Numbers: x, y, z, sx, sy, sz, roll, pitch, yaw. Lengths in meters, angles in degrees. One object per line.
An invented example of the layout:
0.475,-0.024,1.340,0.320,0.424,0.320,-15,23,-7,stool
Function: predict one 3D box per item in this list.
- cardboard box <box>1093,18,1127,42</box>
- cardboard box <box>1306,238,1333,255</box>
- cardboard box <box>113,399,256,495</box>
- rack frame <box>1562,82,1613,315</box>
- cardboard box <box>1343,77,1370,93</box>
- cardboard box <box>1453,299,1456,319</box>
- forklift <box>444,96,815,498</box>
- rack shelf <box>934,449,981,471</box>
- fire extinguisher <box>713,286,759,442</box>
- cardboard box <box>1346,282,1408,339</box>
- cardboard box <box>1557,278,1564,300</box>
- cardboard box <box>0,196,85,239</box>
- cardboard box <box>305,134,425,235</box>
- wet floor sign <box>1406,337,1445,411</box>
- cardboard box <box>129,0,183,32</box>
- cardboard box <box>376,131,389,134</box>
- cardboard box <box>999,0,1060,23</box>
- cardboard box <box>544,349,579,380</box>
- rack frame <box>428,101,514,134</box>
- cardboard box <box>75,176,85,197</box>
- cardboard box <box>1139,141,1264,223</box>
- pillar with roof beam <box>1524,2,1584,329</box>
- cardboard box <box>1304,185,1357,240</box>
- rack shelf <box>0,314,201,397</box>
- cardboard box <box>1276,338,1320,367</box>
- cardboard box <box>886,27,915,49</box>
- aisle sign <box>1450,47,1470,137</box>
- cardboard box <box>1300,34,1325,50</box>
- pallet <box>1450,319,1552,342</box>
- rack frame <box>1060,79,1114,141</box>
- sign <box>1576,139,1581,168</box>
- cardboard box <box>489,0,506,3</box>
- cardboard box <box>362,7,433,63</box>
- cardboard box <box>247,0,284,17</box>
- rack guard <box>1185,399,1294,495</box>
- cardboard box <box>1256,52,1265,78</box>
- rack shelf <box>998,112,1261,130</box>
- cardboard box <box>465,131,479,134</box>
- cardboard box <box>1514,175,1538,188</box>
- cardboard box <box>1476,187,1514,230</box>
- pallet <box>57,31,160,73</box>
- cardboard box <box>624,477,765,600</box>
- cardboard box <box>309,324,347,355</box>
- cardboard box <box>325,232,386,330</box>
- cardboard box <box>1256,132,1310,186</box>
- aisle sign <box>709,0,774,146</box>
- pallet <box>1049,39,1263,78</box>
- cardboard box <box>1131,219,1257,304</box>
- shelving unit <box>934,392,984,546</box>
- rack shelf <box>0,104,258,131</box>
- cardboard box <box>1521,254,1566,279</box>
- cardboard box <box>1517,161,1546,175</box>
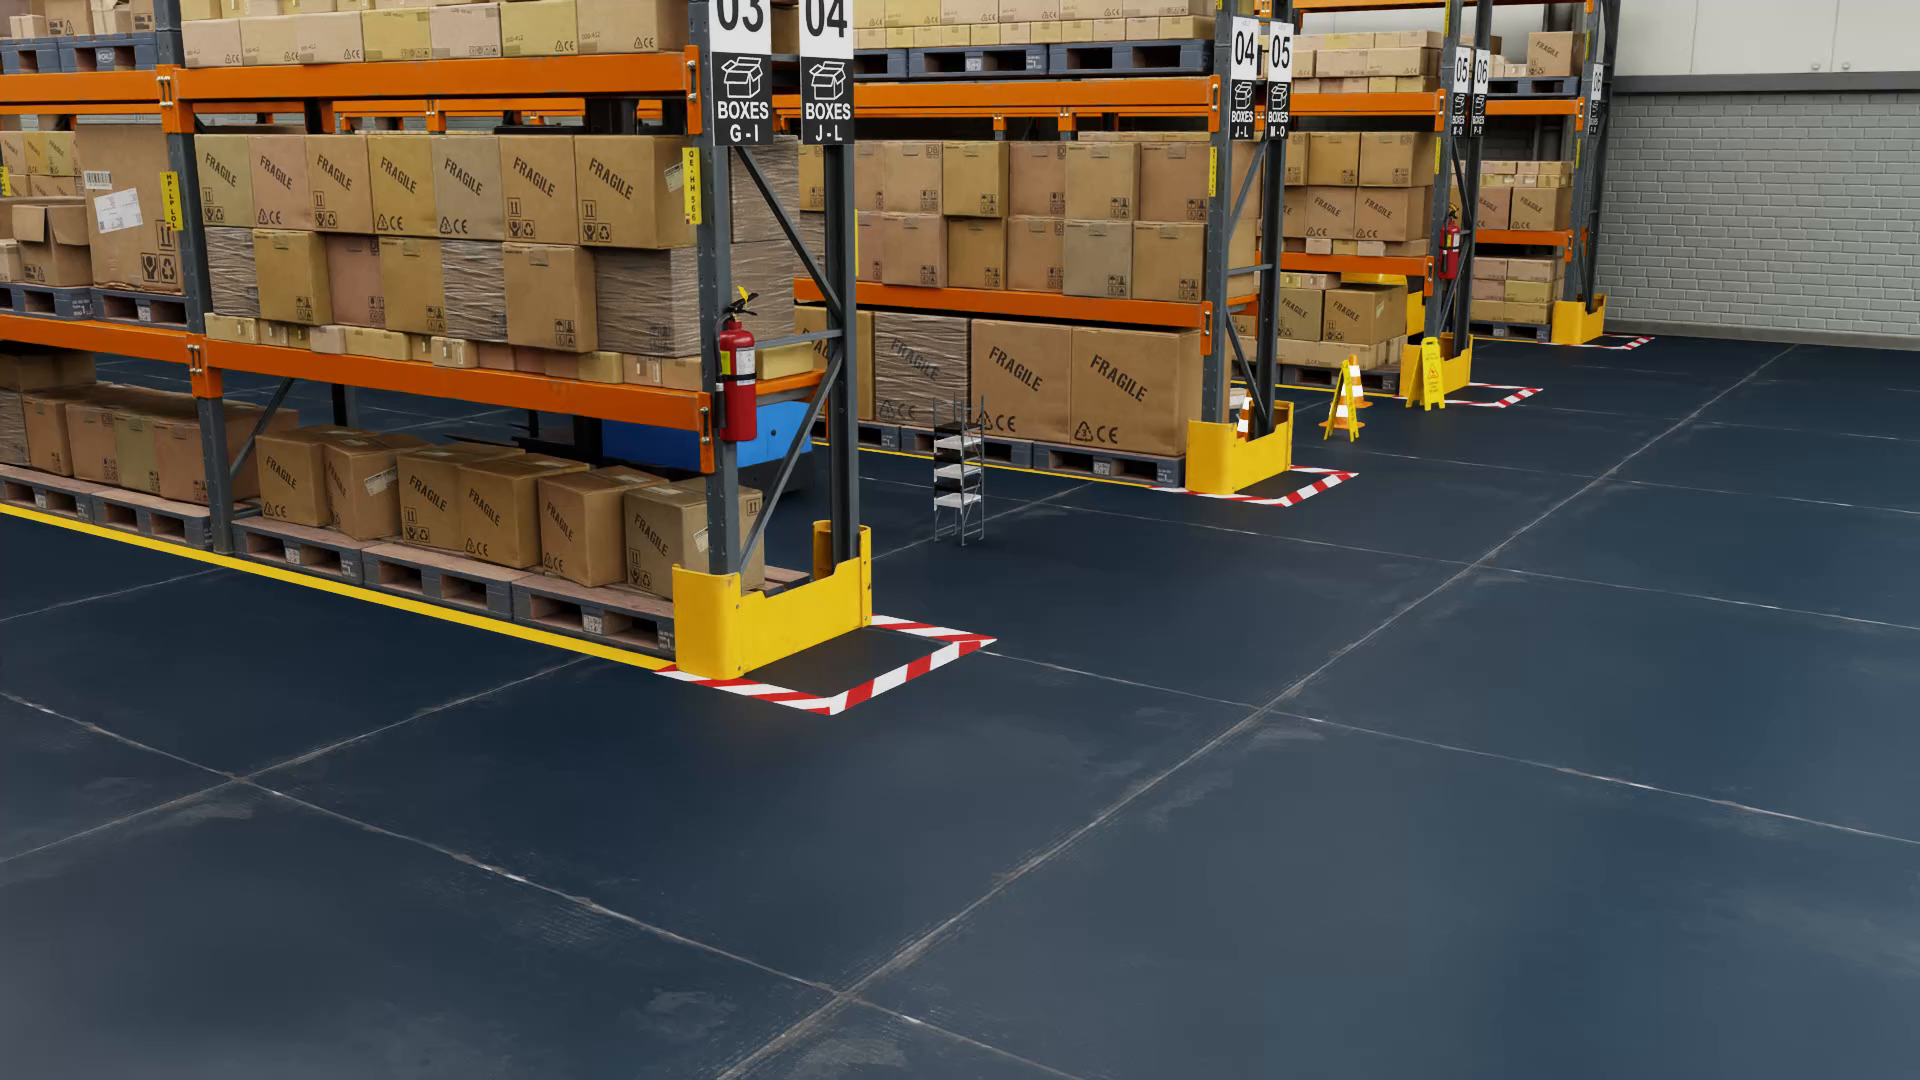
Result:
1.129,-3.536,11.565,0.250,0.149,0.380,9,17,34,cardboard box
3.561,-2.870,16.196,0.250,0.149,0.380,10,17,34,cardboard box
-5.038,-0.620,10.873,0.500,0.500,0.700,9,17,32,cardboard box
7.462,-3.895,19.817,0.127,3.000,1.000,9,17,33,rack frame
3.816,-4.301,15.734,0.250,0.149,0.380,10,17,34,cardboard box
6.078,-2.902,20.652,0.500,0.250,0.500,9,17,33,cardboard box
-2.505,-1.859,11.733,3.031,2.935,1.130,10,17,35,forklift
-0.007,-0.493,10.206,0.200,0.077,0.258,9,17,33,rack shelf
-0.999,-0.784,7.411,0.183,0.674,0.296,9,17,33,fire extinguisher
4.159,-2.305,16.679,0.500,0.500,0.500,9,16,31,cardboard box
7.187,-3.112,20.459,0.500,0.250,0.500,10,17,34,cardboard box
-6.485,-2.135,11.624,0.500,0.500,0.700,12,19,41,cardboard box
-3.094,-1.899,8.844,0.500,0.500,0.500,9,17,33,cardboard box
4.255,-1.524,15.135,0.267,0.644,0.232,-10,17,-35,wet floor sign
-4.490,-3.258,9.913,0.637,0.503,0.797,8,16,30,cardboard box
-8.033,-5.718,23.542,0.250,0.149,0.380,10,17,35,cardboard box
0.623,-3.829,11.919,0.500,0.250,0.500,9,17,32,cardboard box
-1.830,-0.898,8.231,0.250,0.149,0.380,9,17,33,cardboard box
-4.623,-2.978,16.109,0.127,3.000,1.000,9,17,33,rack frame
-9.758,-3.926,19.113,0.500,0.500,0.500,9,16,31,cardboard box
1.729,-2.559,11.859,0.550,0.550,0.875,9,17,33,cardboard box
4.984,-6.222,16.732,0.400,9.000,9.100,9,17,33,pillar with roof beam
3.677,-3.184,16.116,0.500,0.500,0.500,9,17,33,cardboard box
-5.815,-1.385,11.172,4.000,0.370,1.077,9,17,33,rack shelf
3.448,-1.900,16.605,0.500,0.250,0.500,9,17,33,cardboard box
-0.346,-3.775,12.529,0.250,0.149,0.380,9,16,32,cardboard box
4.584,-4.101,15.237,0.004,0.787,0.394,9,17,33,aisle sign
3.454,-4.764,15.947,0.250,0.149,0.380,9,17,33,cardboard box
6.804,-2.636,20.532,1.213,0.211,1.003,9,17,33,pallet
1.375,-3.442,17.984,0.127,3.000,1.000,9,17,33,rack frame
7.147,-4.466,19.220,0.005,0.325,0.100,9,17,33,sign
-2.037,-2.641,7.990,0.250,0.149,0.380,9,17,33,cardboard box
-2.635,-2.530,8.370,0.500,0.250,0.500,9,16,32,cardboard box
-3.585,-2.875,8.933,0.250,0.149,0.380,9,17,33,cardboard box
2.036,-0.688,12.062,0.348,0.500,1.175,9,17,33,rack guard
2.849,-4.651,16.321,0.500,0.250,0.500,9,17,33,cardboard box
2.483,-5.807,22.793,4.000,0.370,1.077,9,17,33,rack shelf
-6.504,-5.490,22.621,0.250,0.149,0.380,9,17,32,cardboard box
6.789,-4.278,19.804,0.250,0.149,0.380,9,17,34,cardboard box
6.481,-4.029,20.148,0.500,0.500,0.500,10,17,35,cardboard box
-4.608,-2.935,10.084,1.003,0.211,1.213,9,17,33,pallet
-1.345,-0.007,8.436,0.500,0.500,0.500,13,19,43,cardboard box
-3.325,-1.117,9.118,0.250,0.149,0.380,9,17,33,cardboard box
-2.950,-1.465,9.171,0.500,0.500,0.875,9,17,33,cardboard box
3.252,-3.726,16.223,0.500,0.500,0.700,9,16,32,cardboard box
-0.952,-2.123,7.247,0.004,0.787,0.394,9,17,33,aisle sign
1.394,-3.415,11.819,1.213,0.211,1.003,9,17,33,pallet
1.682,-2.018,11.921,0.550,0.550,0.875,9,17,33,cardboard box
-0.007,-0.438,10.219,0.210,0.900,0.258,9,17,33,shelving unit
-9.601,-4.889,19.085,4.000,0.370,1.077,9,17,33,rack shelf
7.168,-3.352,20.389,0.500,0.250,0.500,9,16,32,cardboard box
6.825,-4.436,19.824,0.250,0.149,0.380,9,17,33,cardboard box
